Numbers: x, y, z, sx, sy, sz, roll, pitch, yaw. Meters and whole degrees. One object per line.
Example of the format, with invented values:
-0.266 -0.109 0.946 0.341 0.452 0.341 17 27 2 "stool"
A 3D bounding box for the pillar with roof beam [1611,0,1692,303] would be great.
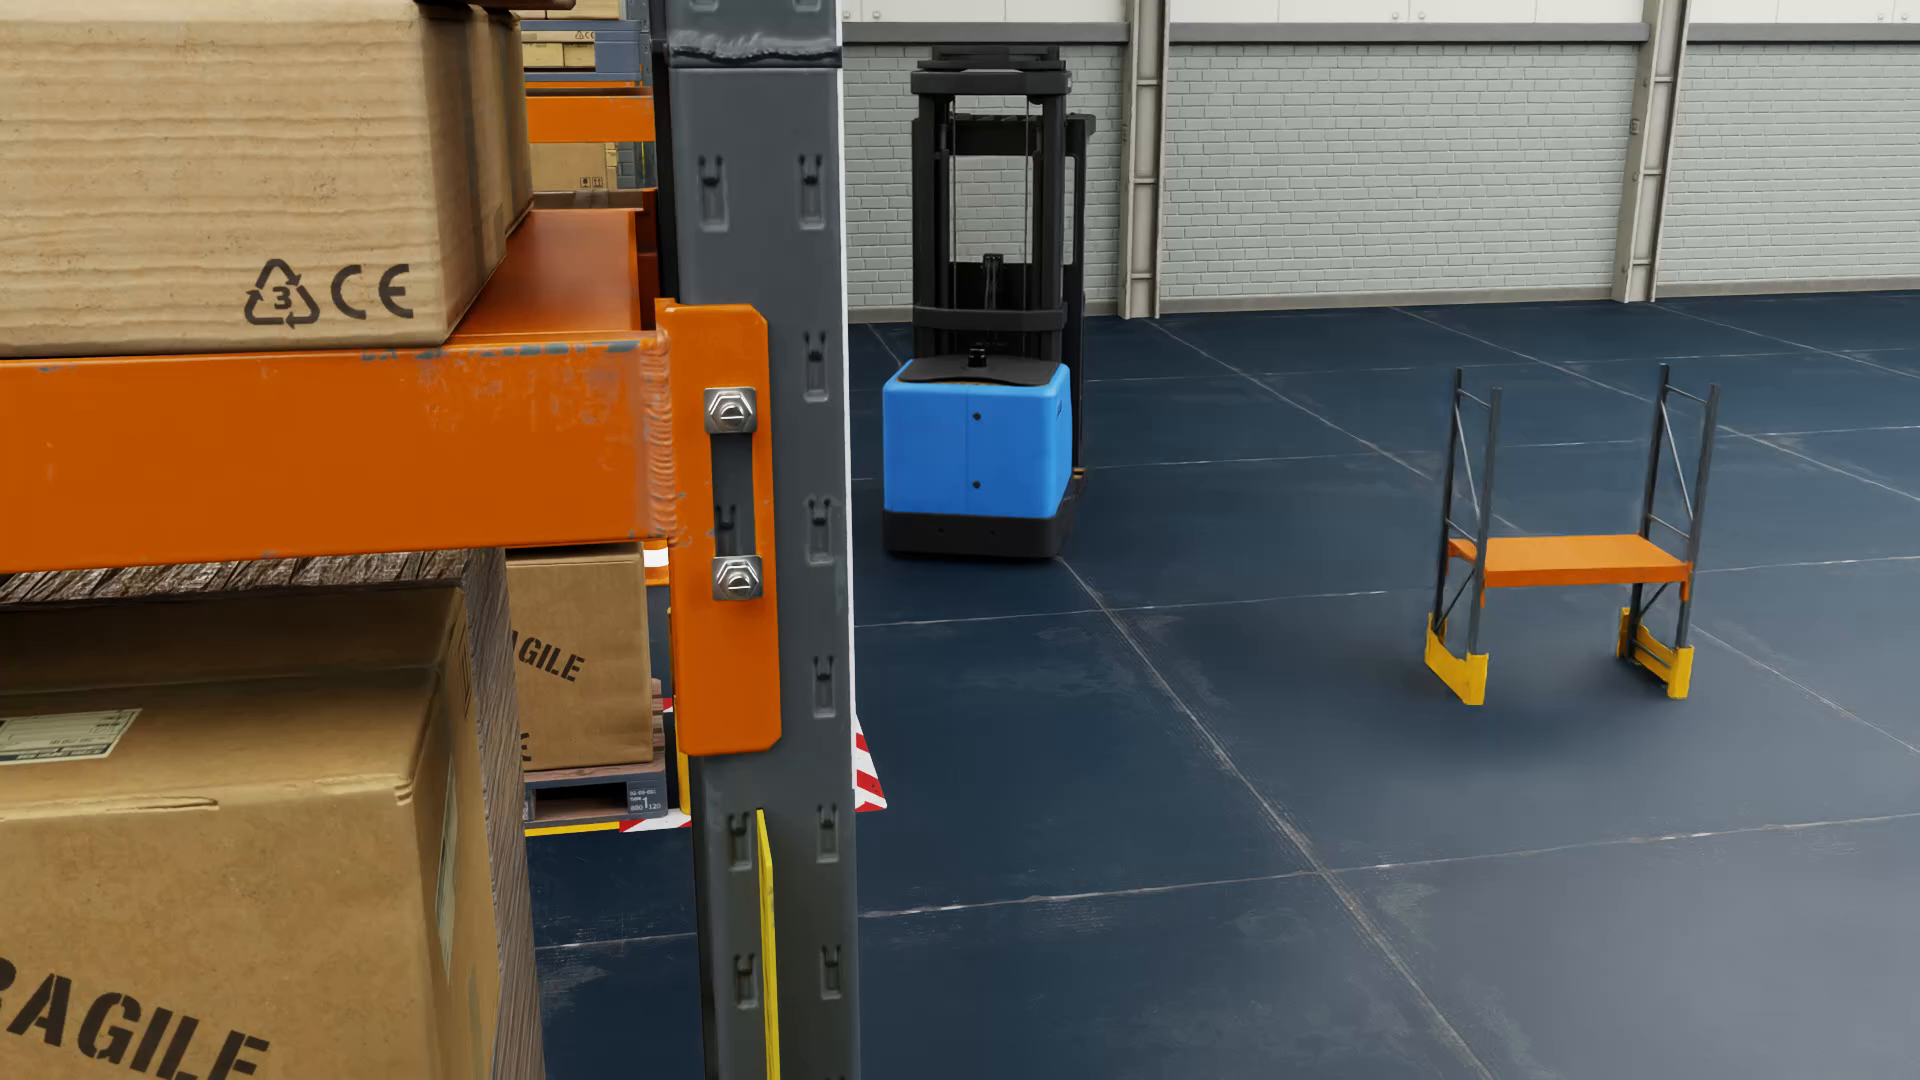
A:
8.674 -5.864 14.078 0.400 9.000 9.100 -3 17 -10 "pillar with roof beam"

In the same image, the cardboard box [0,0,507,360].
-0.670 -0.323 1.400 0.500 0.250 0.500 -3 17 -9 "cardboard box"

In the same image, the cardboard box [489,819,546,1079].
-0.791 0.772 2.012 0.500 0.500 0.875 -3 17 -10 "cardboard box"

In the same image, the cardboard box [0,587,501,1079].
-0.738 0.373 1.607 0.500 0.500 0.500 -3 17 -10 "cardboard box"

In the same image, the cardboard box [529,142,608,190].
-2.585 -2.494 10.943 0.500 0.500 0.700 -4 17 -12 "cardboard box"

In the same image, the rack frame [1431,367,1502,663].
2.371 -0.026 7.842 0.032 1.500 0.500 -1 17 -5 "rack frame"

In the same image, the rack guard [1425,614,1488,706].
2.390 0.571 8.027 0.087 0.250 0.587 -1 17 -5 "rack guard"

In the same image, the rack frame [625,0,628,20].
-3.071 -6.216 15.223 0.127 3.000 1.000 -3 17 -10 "rack frame"

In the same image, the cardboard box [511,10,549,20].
-1.597 -1.928 5.915 0.250 0.149 0.380 -3 17 -10 "cardboard box"

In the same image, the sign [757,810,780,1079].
-0.160 0.396 1.403 0.005 0.325 0.100 -3 17 -10 "sign"

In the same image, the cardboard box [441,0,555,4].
-0.459 -0.508 1.324 0.250 0.149 0.380 -3 17 -10 "cardboard box"

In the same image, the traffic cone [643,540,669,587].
-1.758 -0.008 9.549 0.334 0.463 0.336 -3 17 -10 "traffic cone"

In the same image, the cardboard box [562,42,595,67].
-2.423 -3.131 10.715 0.250 0.149 0.380 -3 17 -10 "cardboard box"

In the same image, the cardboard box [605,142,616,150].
-3.382 -3.767 15.687 0.250 0.149 0.380 -3 17 -10 "cardboard box"

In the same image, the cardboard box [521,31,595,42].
-2.577 -3.316 10.638 0.500 0.250 0.500 -3 17 -11 "cardboard box"

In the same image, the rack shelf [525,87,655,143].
-3.051 -1.475 6.120 4.000 0.370 1.077 -3 17 -10 "rack shelf"

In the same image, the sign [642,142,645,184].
-2.040 -2.461 10.704 0.005 0.325 0.100 -3 17 -10 "sign"

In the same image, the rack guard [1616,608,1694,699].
3.383 0.545 8.111 0.087 0.250 0.587 -1 17 -5 "rack guard"

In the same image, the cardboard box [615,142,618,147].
-3.441 -3.891 16.090 0.250 0.149 0.380 -4 17 -12 "cardboard box"

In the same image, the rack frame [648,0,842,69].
-0.245 -1.928 1.263 0.127 3.000 1.000 -3 17 -10 "rack frame"

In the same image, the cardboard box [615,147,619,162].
-3.453 -3.762 16.176 0.250 0.149 0.380 -4 17 -12 "cardboard box"

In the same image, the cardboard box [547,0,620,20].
-1.349 -1.942 5.960 0.250 0.149 0.380 -3 17 -11 "cardboard box"

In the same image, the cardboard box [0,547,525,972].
-0.837 0.224 2.095 0.500 0.500 0.500 -3 17 -10 "cardboard box"

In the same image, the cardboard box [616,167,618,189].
-3.610 -3.448 16.260 0.500 0.500 0.500 -3 17 -9 "cardboard box"

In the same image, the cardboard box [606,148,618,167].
-3.358 -3.606 15.668 0.250 0.149 0.380 -3 17 -10 "cardboard box"

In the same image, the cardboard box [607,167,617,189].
-3.504 -3.293 15.753 0.500 0.500 0.500 -4 17 -12 "cardboard box"

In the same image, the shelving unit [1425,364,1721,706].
2.887 -0.039 7.886 1.083 1.500 0.587 -1 17 -5 "shelving unit"

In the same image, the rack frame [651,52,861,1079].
-0.245 0.939 2.144 0.127 3.000 1.000 -3 17 -10 "rack frame"

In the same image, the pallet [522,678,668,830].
-1.857 0.904 7.009 1.213 0.211 1.003 -3 17 -10 "pallet"

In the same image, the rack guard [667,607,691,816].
-1.063 0.698 7.189 0.348 0.500 1.175 -3 17 -10 "rack guard"

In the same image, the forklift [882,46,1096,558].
0.281 -1.685 10.805 1.130 2.935 3.031 3 17 9 "forklift"

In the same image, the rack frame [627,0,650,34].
-2.125 -4.785 10.565 0.127 3.000 1.000 -3 17 -10 "rack frame"

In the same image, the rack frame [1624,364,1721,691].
3.384 -0.052 7.928 0.032 1.500 0.500 -1 17 -5 "rack frame"

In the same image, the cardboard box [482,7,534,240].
-0.767 -0.470 1.881 0.500 0.250 0.500 -3 17 -9 "cardboard box"

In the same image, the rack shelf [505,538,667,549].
-3.051 -0.041 6.561 4.000 0.370 1.077 -3 17 -10 "rack shelf"

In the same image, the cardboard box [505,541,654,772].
-1.740 0.376 6.883 0.875 0.875 0.875 -3 17 -10 "cardboard box"

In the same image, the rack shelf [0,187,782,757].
-2.209 -0.039 1.447 4.000 0.370 1.077 -3 17 -10 "rack shelf"

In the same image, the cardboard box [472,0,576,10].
-0.560 -0.665 1.834 0.250 0.149 0.380 -3 17 -11 "cardboard box"

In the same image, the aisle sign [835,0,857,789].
-0.128 -0.220 1.492 0.004 0.787 0.394 -3 17 -10 "aisle sign"

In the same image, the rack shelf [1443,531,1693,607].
2.878 0.133 7.938 1.000 0.185 0.538 -1 17 -5 "rack shelf"

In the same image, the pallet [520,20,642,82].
-1.813 -1.843 6.246 1.213 0.211 1.003 -3 17 -10 "pallet"

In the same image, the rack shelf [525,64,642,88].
-4.089 -2.896 10.748 4.000 0.370 1.077 -3 17 -10 "rack shelf"

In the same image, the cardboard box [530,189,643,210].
-1.459 -1.074 6.606 0.550 0.550 0.875 -3 17 -10 "cardboard box"

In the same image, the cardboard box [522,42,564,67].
-2.661 -3.107 10.639 0.250 0.149 0.380 -3 17 -10 "cardboard box"

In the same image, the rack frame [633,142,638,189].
-3.071 -3.348 16.104 0.127 3.000 1.000 -3 17 -10 "rack frame"

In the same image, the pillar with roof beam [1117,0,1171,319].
2.783 -5.530 12.990 0.400 9.000 9.100 -3 17 -10 "pillar with roof beam"

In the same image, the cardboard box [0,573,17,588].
-1.329 0.249 2.011 0.500 0.500 0.500 -3 17 -10 "cardboard box"

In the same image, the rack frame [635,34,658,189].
-2.125 -1.917 11.445 0.127 3.000 1.000 -3 17 -10 "rack frame"
